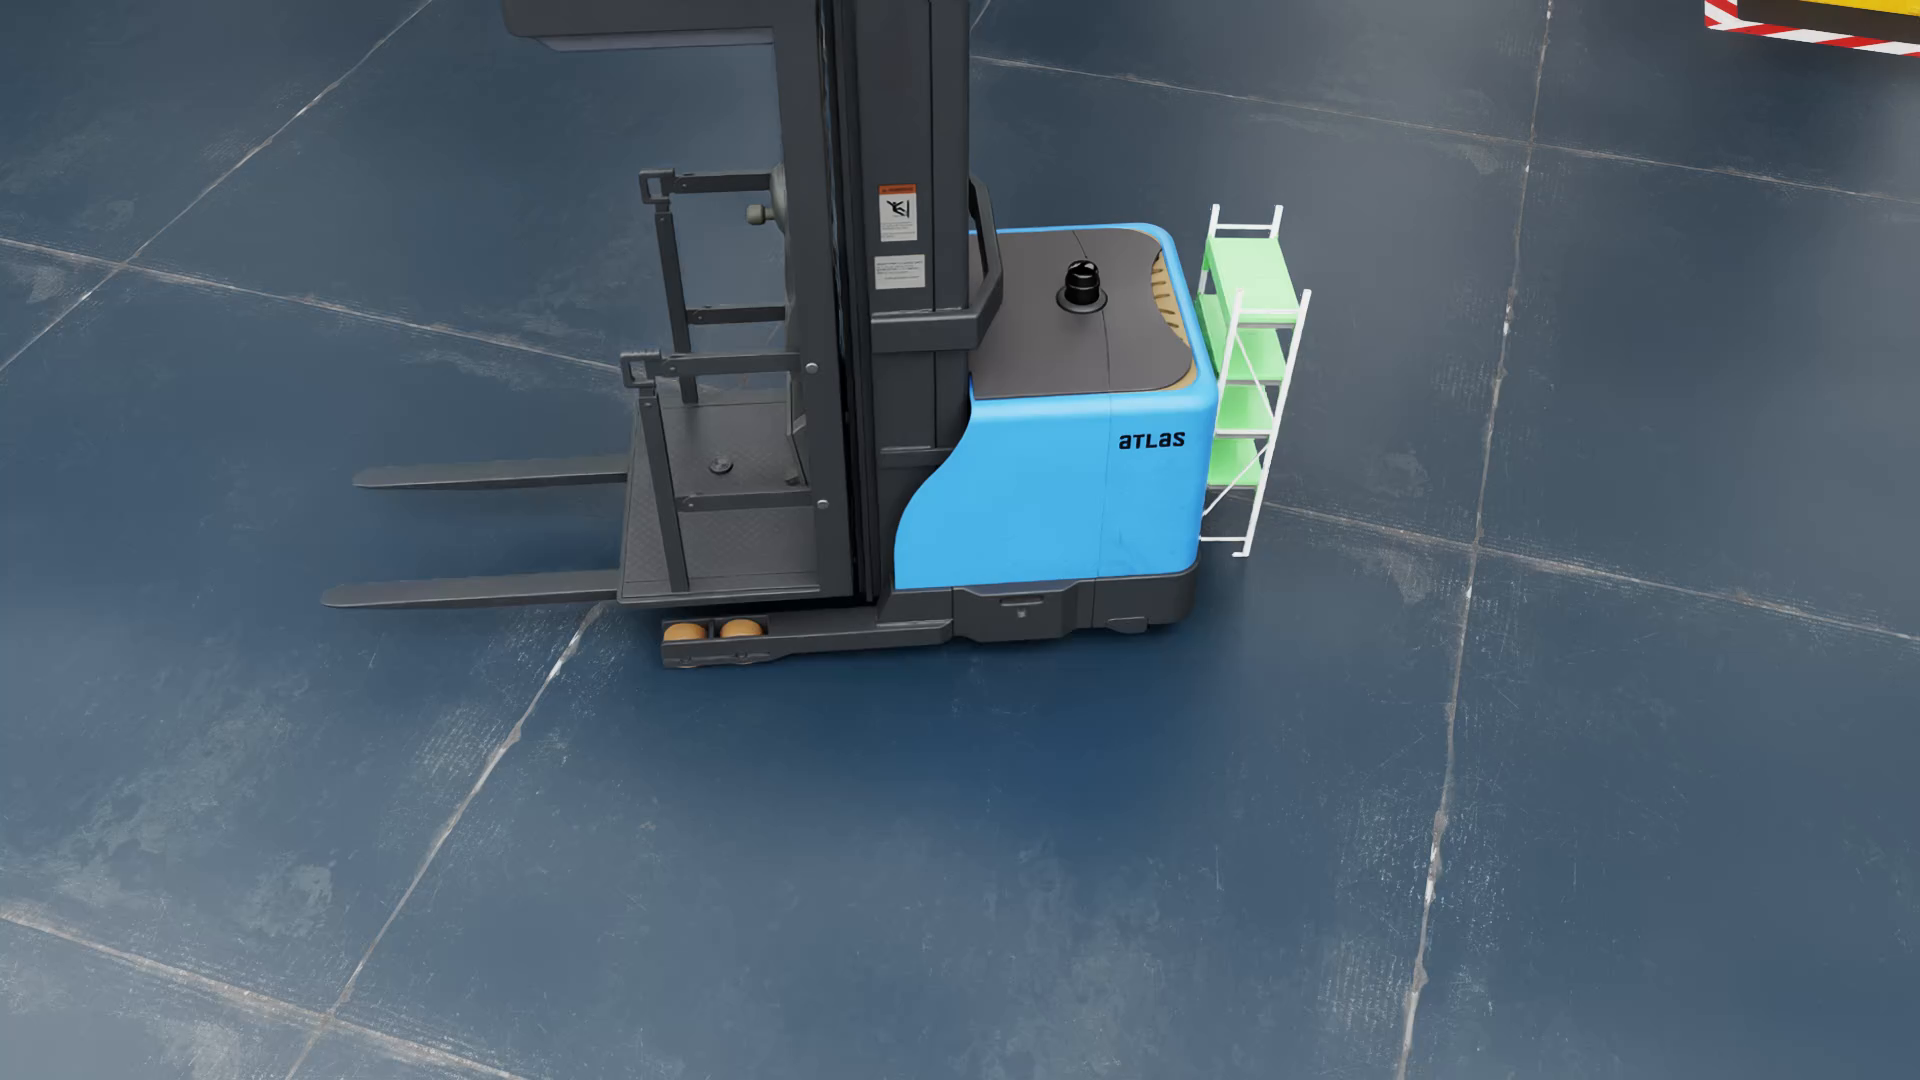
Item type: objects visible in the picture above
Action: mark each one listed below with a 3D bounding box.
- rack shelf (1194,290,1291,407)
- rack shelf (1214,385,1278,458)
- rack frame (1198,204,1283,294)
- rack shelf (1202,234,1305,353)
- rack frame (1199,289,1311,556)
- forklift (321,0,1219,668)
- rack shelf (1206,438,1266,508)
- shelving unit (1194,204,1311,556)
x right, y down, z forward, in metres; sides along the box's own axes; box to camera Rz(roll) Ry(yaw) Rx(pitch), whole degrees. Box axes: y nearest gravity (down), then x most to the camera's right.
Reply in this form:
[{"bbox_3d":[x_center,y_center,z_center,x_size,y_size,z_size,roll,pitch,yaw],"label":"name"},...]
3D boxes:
[{"bbox_3d":[0.978,-0.670,5.816,0.258,0.148,0.480,0,44,-4],"label":"rack shelf"},{"bbox_3d":[0.966,-0.498,5.984,0.258,0.148,0.480,0,44,-4],"label":"rack shelf"},{"bbox_3d":[0.958,-0.714,6.113,0.240,1.200,0.015,0,44,-4],"label":"rack frame"},{"bbox_3d":[0.989,-0.841,5.649,0.258,0.148,0.480,0,44,-4],"label":"rack shelf"},{"bbox_3d":[0.981,-0.373,5.765,0.240,1.200,0.015,0,44,-4],"label":"rack frame"},{"bbox_3d":[-0.713,-0.988,5.164,3.031,2.935,1.130,-3,44,-3],"label":"forklift"},{"bbox_3d":[0.955,-0.327,6.151,0.258,0.148,0.480,0,44,-4],"label":"rack shelf"},{"bbox_3d":[0.970,-0.544,5.939,0.258,1.200,0.503,0,44,-4],"label":"shelving unit"}]
